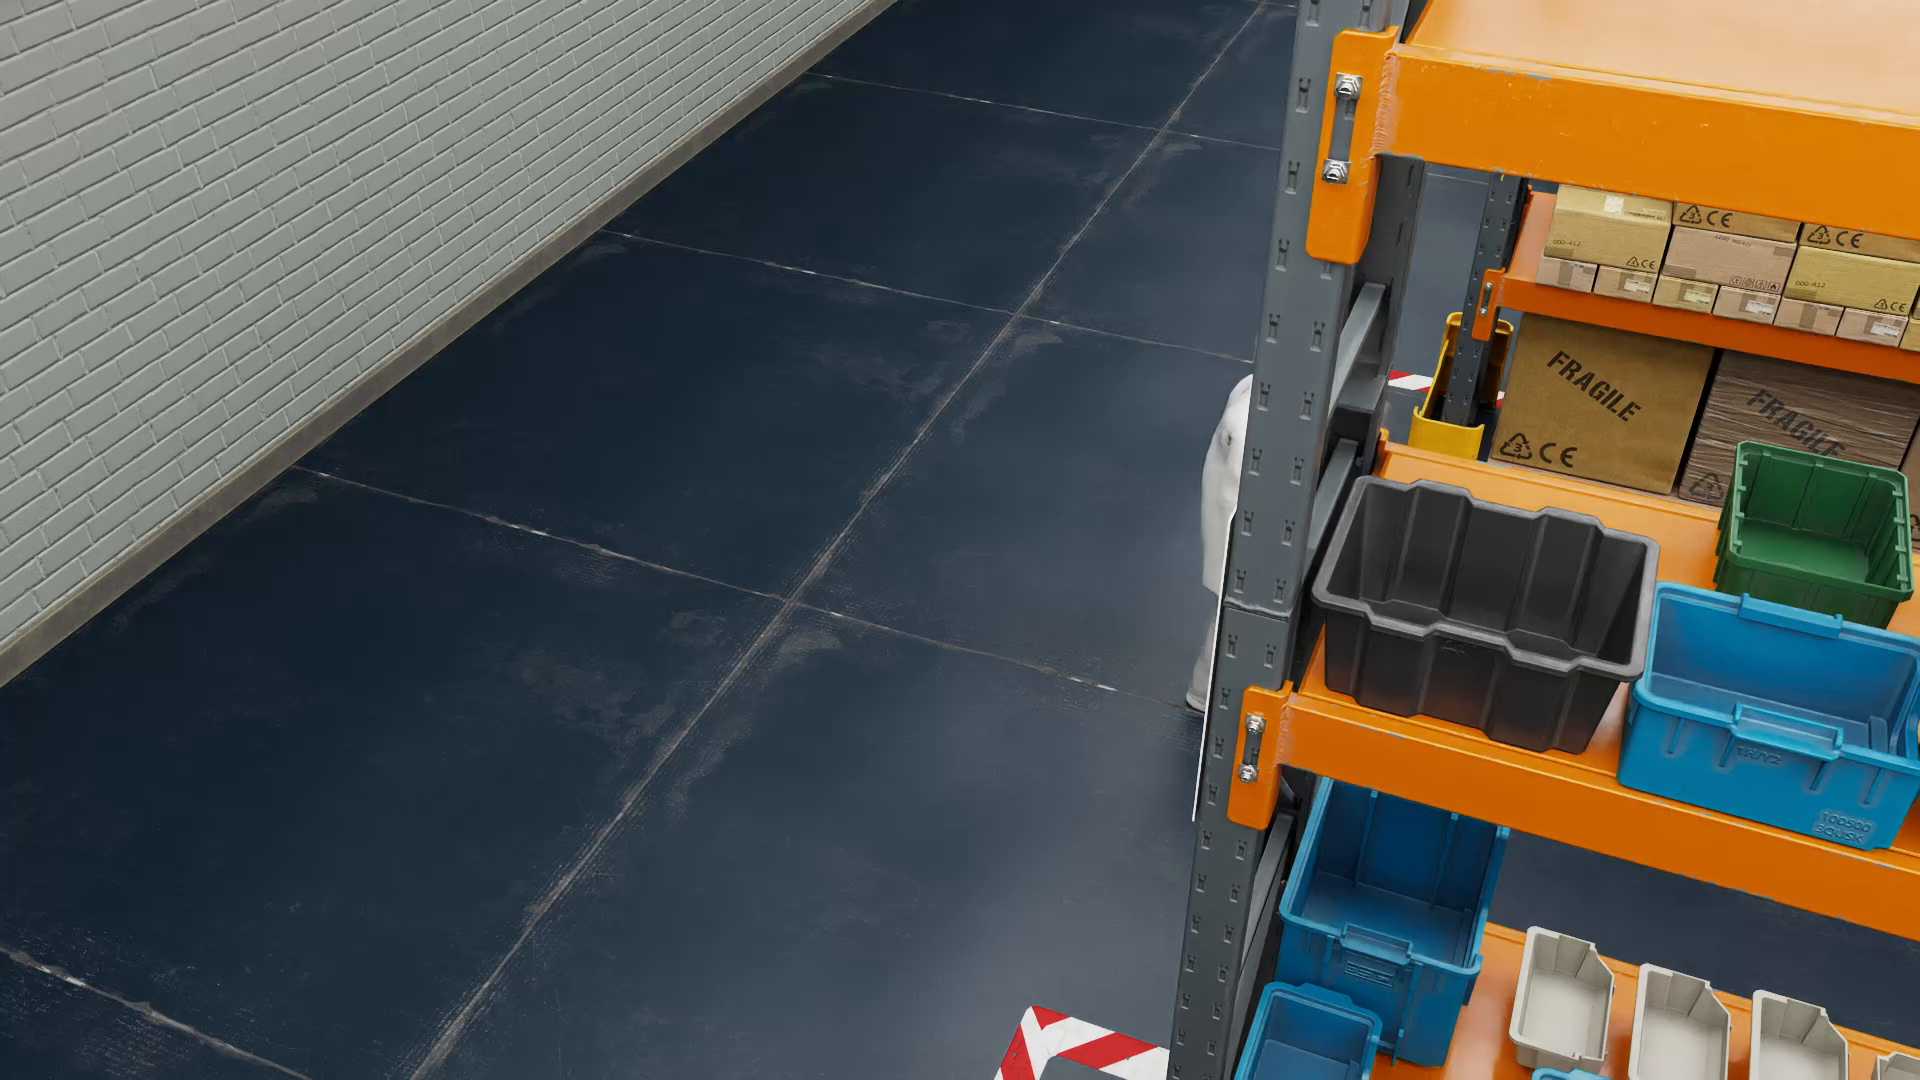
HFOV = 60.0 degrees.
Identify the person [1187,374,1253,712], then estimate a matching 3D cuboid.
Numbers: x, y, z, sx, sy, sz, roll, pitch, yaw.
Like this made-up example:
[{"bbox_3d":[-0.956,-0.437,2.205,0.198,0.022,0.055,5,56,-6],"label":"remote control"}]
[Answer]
[{"bbox_3d":[1.207,-0.066,6.922,0.429,1.772,0.646,12,39,15],"label":"person"}]
